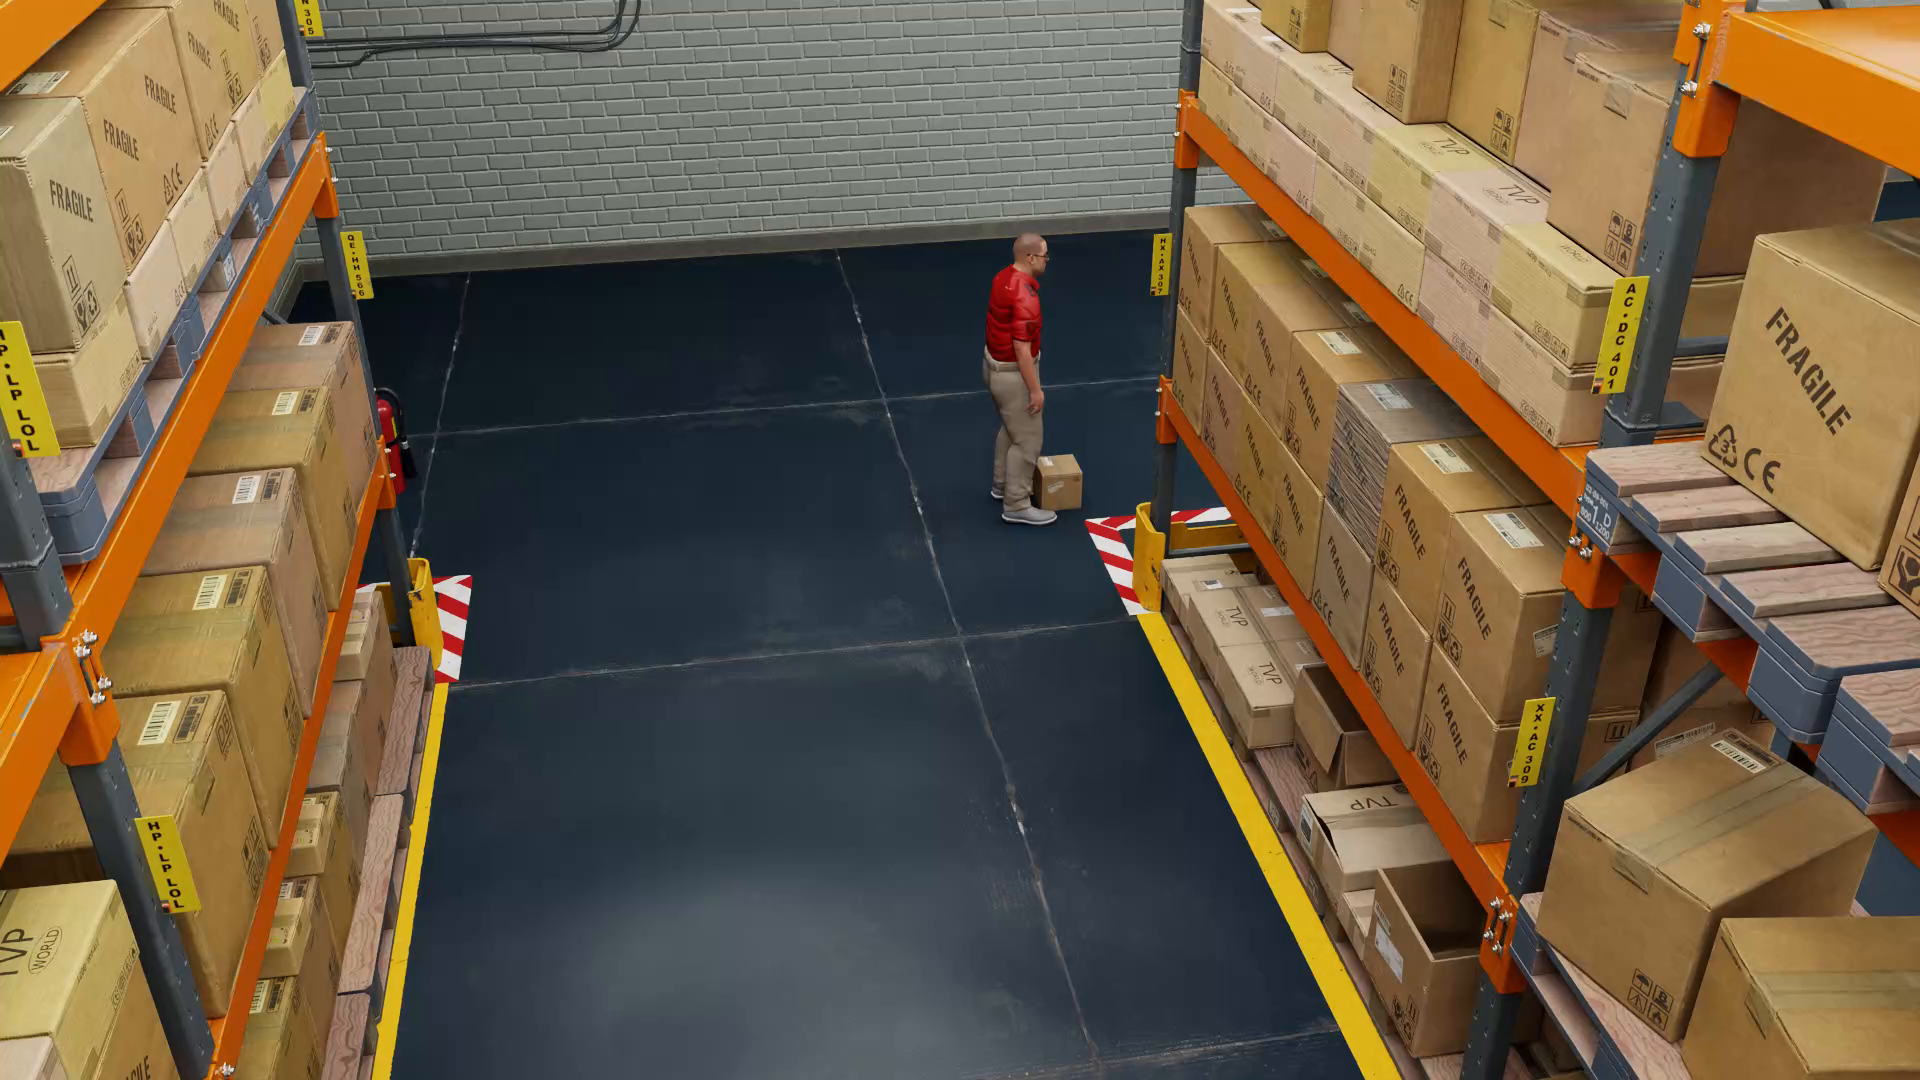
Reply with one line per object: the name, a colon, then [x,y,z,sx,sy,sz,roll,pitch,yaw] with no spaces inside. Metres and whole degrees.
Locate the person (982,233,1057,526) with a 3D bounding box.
person: [0.348,-0.965,9.789,0.396,1.727,0.606,-7,31,-12]
